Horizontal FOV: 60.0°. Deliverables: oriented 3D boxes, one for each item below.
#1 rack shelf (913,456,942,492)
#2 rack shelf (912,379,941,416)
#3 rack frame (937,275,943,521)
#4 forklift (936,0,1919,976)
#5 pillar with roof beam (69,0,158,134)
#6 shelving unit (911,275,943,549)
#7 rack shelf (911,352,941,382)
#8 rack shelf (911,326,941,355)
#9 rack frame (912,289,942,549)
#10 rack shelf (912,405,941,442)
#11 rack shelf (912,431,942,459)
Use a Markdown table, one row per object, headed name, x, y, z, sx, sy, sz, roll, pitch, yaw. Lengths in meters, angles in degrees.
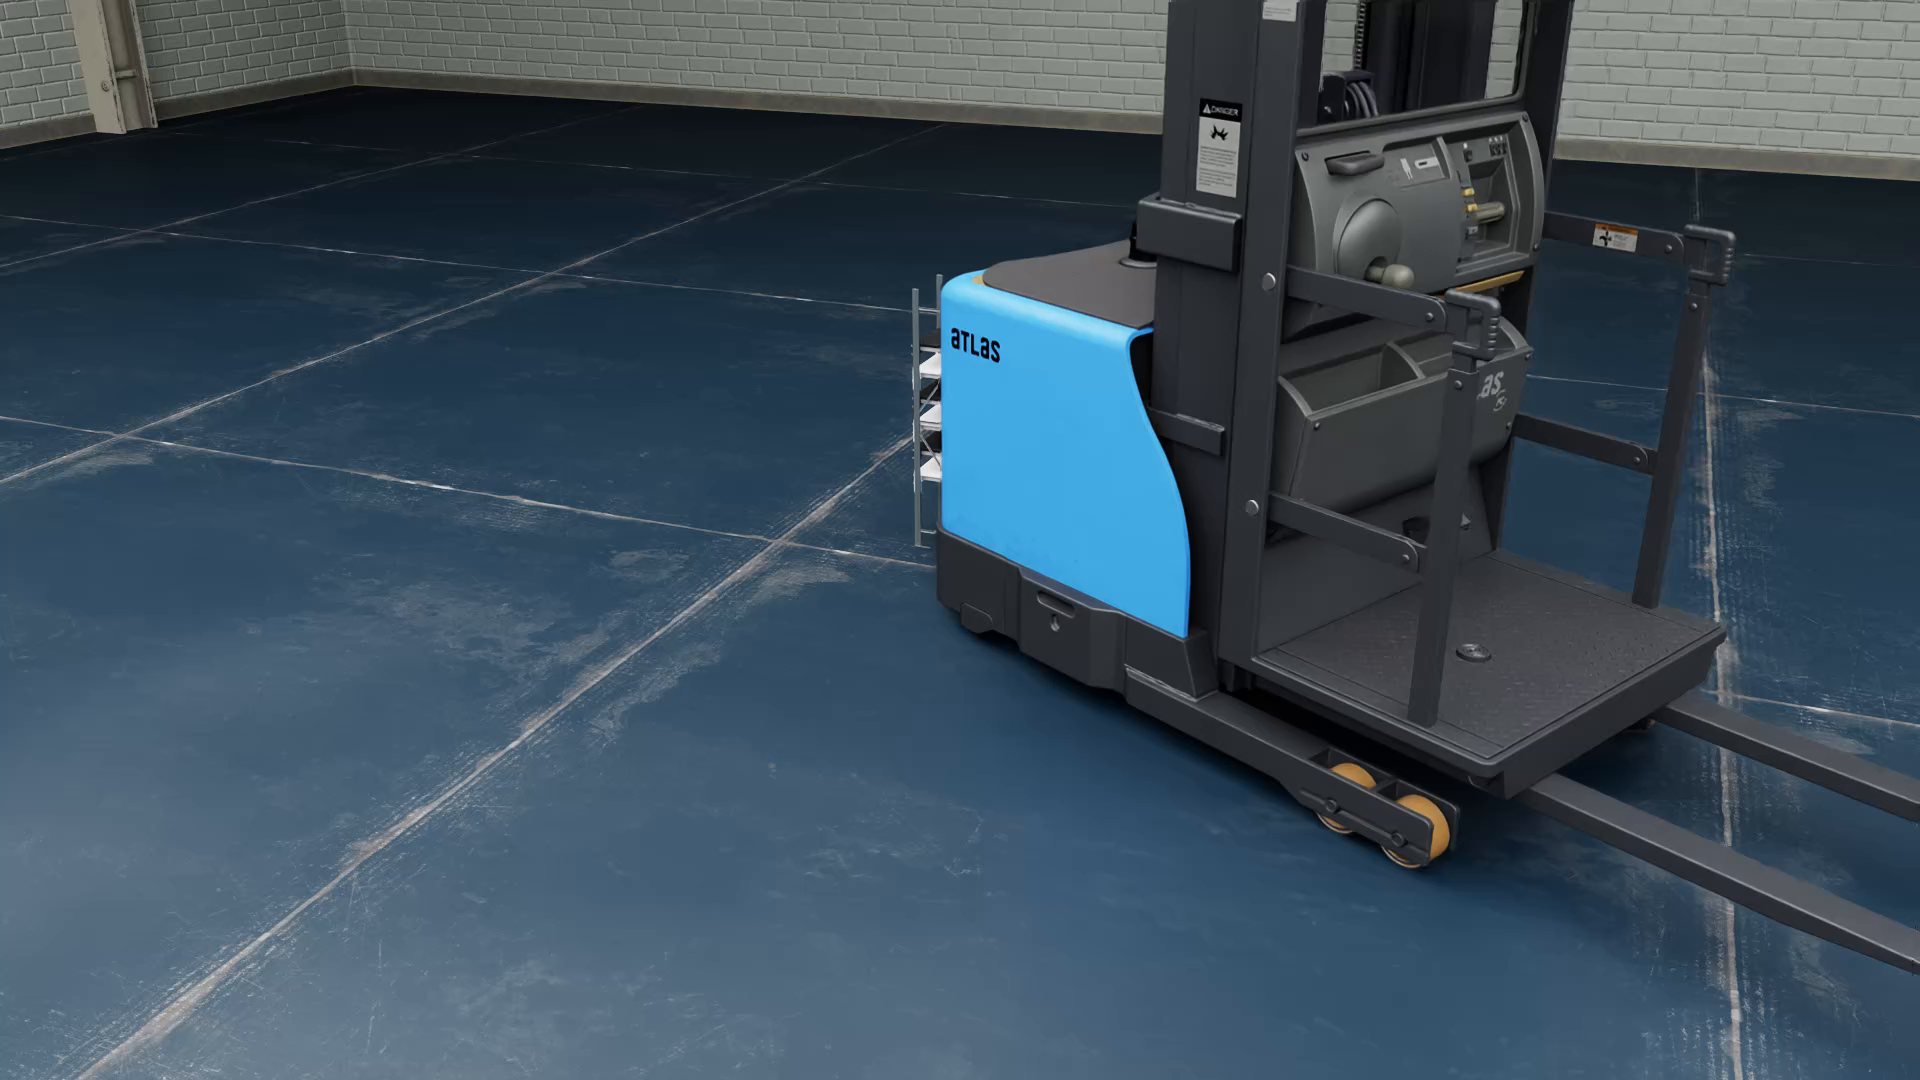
| name | x | y | z | sx | sy | sz | roll | pitch | yaw |
| --- | --- | --- | --- | --- | --- | --- | --- | --- | --- |
| rack shelf | -0.003 | -0.215 | 5.652 | 0.258 | 0.077 | 0.200 | 9 | 24 | 20 |
| rack shelf | -0.003 | -0.465 | 5.548 | 0.258 | 0.077 | 0.200 | 9 | 24 | 20 |
| rack frame | 0.035 | -0.449 | 5.657 | 0.240 | 0.900 | 0.006 | 9 | 24 | 20 |
| forklift | 1.264 | -0.803 | 3.869 | 1.130 | 2.935 | 3.031 | -18 | 29 | -37 |
| pillar with roof beam | -3.054 | -7.011 | 10.861 | 9.100 | 9.000 | 0.400 | 9 | 24 | 20 |
| shelving unit | -0.003 | -0.412 | 5.570 | 0.258 | 0.900 | 0.210 | 9 | 24 | 20 |
| rack shelf | -0.003 | -0.548 | 5.513 | 0.258 | 0.077 | 0.200 | 9 | 24 | 20 |
| rack shelf | -0.003 | -0.631 | 5.478 | 0.258 | 0.077 | 0.200 | 9 | 24 | 20 |
| rack frame | -0.041 | -0.376 | 5.483 | 0.240 | 0.900 | 0.006 | 9 | 24 | 20 |
| rack shelf | -0.003 | -0.382 | 5.582 | 0.258 | 0.077 | 0.200 | 9 | 24 | 20 |
| rack shelf | -0.003 | -0.299 | 5.617 | 0.258 | 0.077 | 0.200 | 9 | 24 | 20 |
